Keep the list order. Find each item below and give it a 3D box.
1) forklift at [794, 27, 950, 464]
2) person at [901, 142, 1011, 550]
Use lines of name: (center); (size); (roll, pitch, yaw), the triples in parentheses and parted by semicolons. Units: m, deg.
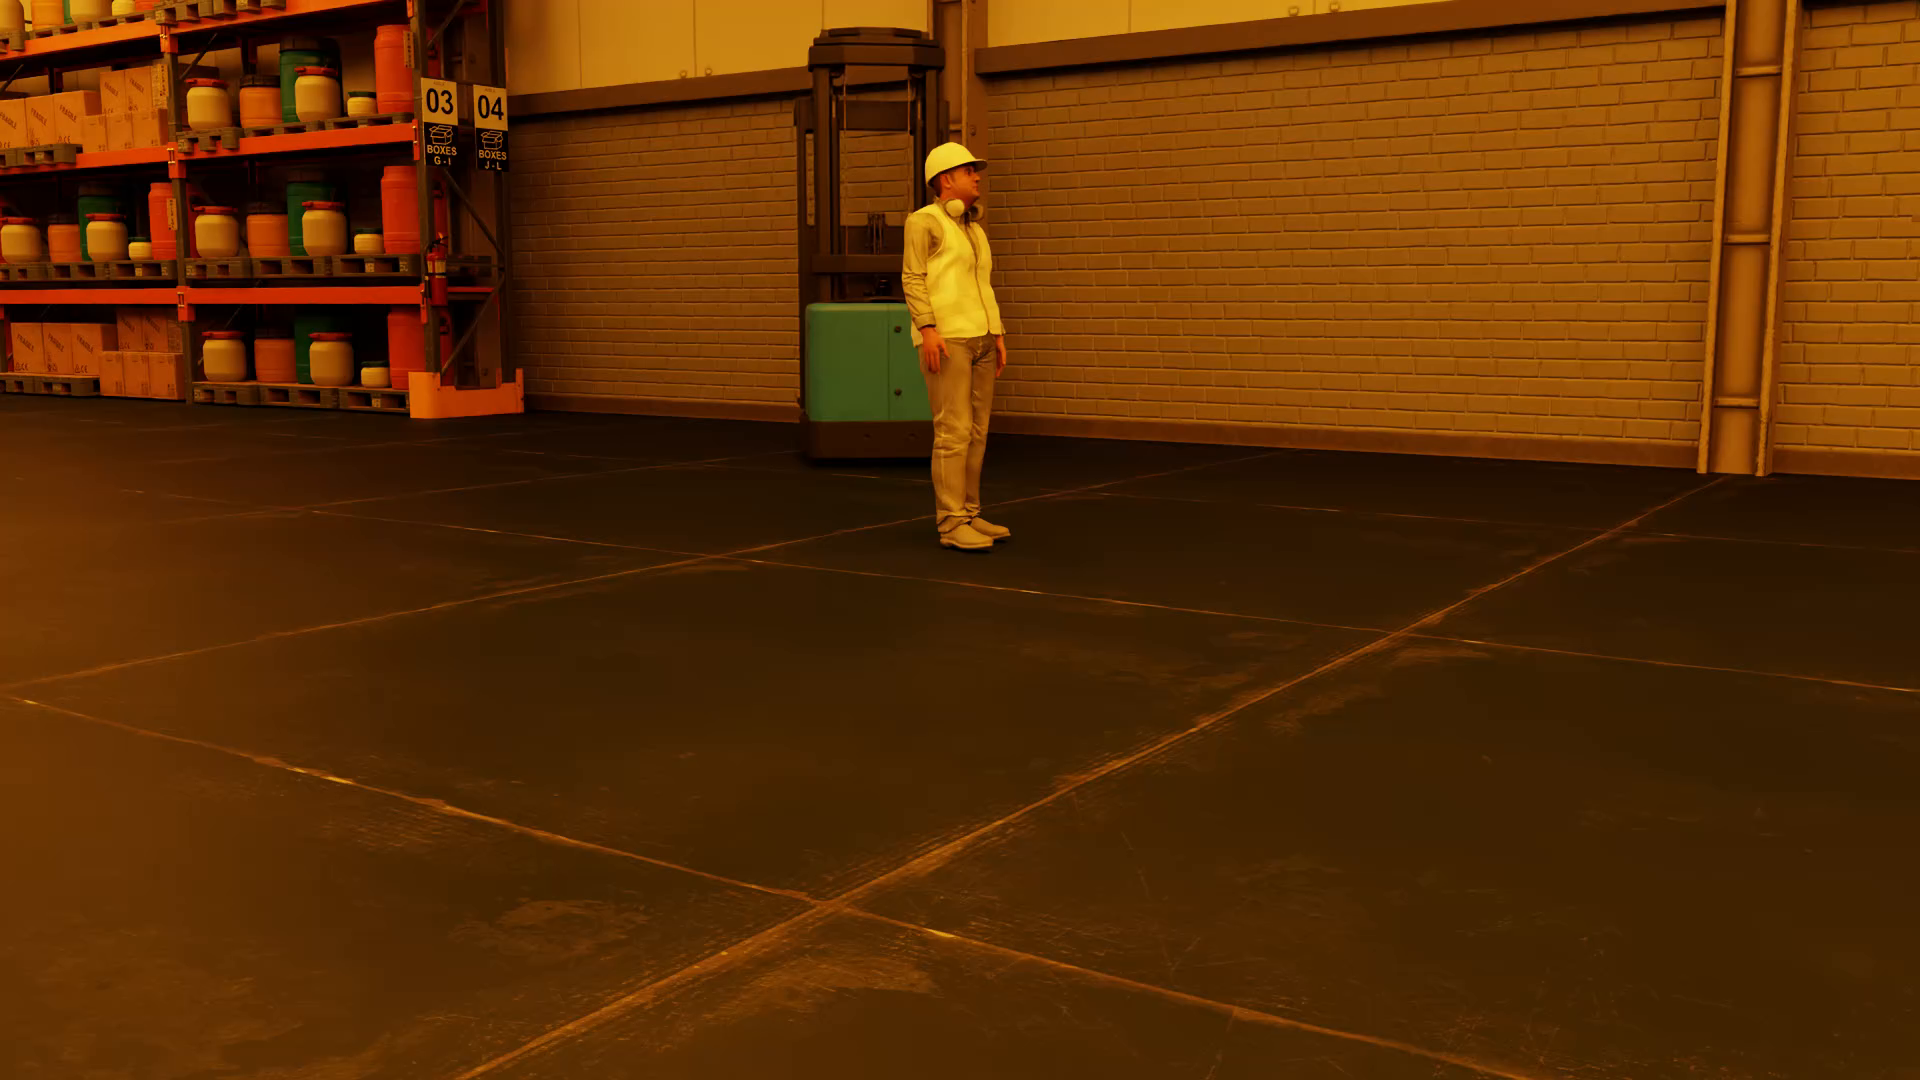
forklift: (-0.647, -2.130, 12.168); (1.130, 2.935, 3.031); (-1, 8, -7)
person: (0.048, -0.879, 7.437); (0.566, 1.775, 0.633); (5, 10, 34)
